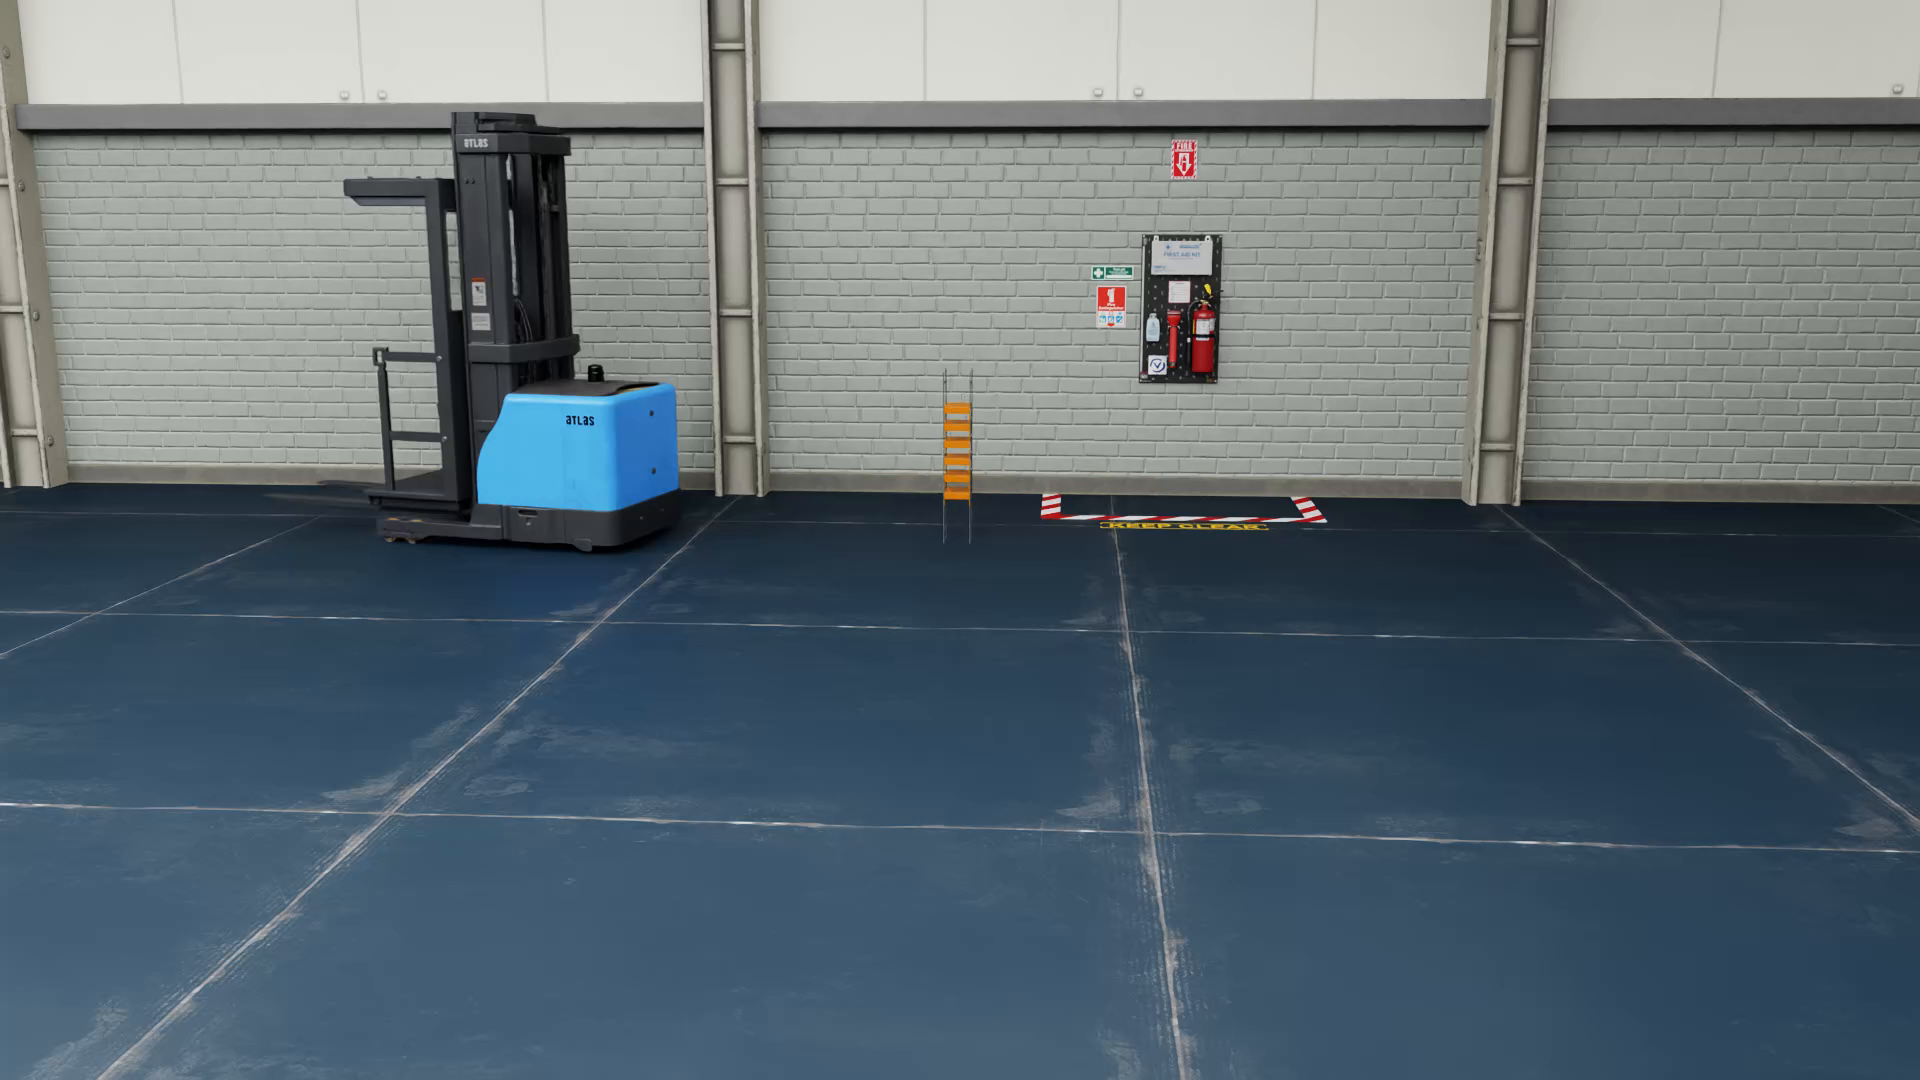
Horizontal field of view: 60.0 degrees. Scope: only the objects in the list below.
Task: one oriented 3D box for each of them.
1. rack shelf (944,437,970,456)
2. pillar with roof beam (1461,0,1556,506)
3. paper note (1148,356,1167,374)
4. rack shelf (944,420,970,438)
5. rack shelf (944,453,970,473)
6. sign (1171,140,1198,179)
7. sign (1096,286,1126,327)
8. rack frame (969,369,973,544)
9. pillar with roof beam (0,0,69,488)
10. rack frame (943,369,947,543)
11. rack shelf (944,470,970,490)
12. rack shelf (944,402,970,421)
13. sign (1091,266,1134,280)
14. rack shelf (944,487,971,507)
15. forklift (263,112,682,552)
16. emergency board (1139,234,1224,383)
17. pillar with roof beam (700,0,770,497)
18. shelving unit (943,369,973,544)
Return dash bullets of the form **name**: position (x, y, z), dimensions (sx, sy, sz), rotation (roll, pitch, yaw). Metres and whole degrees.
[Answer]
- **rack shelf**: position (-0.014, -0.661, 11.631), dimensions (0.180, 0.103, 0.258), rotation (1, 12, 4)
- **pillar with roof beam**: position (3.924, -3.827, 8.084), dimensions (0.400, 9.000, 9.100), rotation (1, 12, 4)
- **paper note**: position (1.576, -1.397, 13.271), dimensions (0.142, 0.148, 0.016), rotation (1, 12, 4)
- **rack shelf**: position (-0.014, -0.779, 11.606), dimensions (0.180, 0.103, 0.258), rotation (1, 12, 4)
- **rack shelf**: position (-0.014, -0.544, 11.655), dimensions (0.180, 0.103, 0.258), rotation (1, 12, 4)
- **sign**: position (1.747, -2.967, 12.962), dimensions (0.199, 0.298, 0.001), rotation (1, 12, 4)
- **sign**: position (1.204, -1.858, 13.235), dimensions (0.234, 0.329, 0.001), rotation (1, 12, 4)
- **rack frame**: position (0.077, -0.586, 11.640), dimensions (0.006, 1.200, 0.240), rotation (1, 12, 4)
- **pillar with roof beam**: position (-8.049, -3.991, 8.869), dimensions (0.400, 9.000, 9.100), rotation (1, 12, 4)
- **rack frame**: position (-0.106, -0.589, 11.652), dimensions (0.006, 1.200, 0.240), rotation (1, 12, 4)
- **rack shelf**: position (-0.014, -0.427, 11.680), dimensions (0.180, 0.103, 0.258), rotation (1, 12, 4)
- **rack shelf**: position (-0.014, -0.896, 11.582), dimensions (0.180, 0.103, 0.258), rotation (1, 12, 4)
- **sign**: position (1.208, -2.115, 13.172), dimensions (0.331, 0.109, 0.001), rotation (1, 12, 4)
- **rack shelf**: position (-0.014, -0.309, 11.704), dimensions (0.180, 0.103, 0.258), rotation (1, 12, 4)
- **forklift**: position (-3.594, -1.512, 11.838), dimensions (3.031, 2.935, 1.130), rotation (4, 12, 18)
- **emergency board**: position (1.748, -1.811, 13.102), dimensions (0.643, 1.169, 0.194), rotation (1, 12, 4)
- **pillar with roof beam**: position (-2.063, -3.909, 8.477), dimensions (0.400, 9.000, 9.100), rotation (1, 12, 4)
- **shelving unit**: position (-0.014, -0.587, 11.646), dimensions (0.189, 1.200, 0.258), rotation (1, 12, 4)
